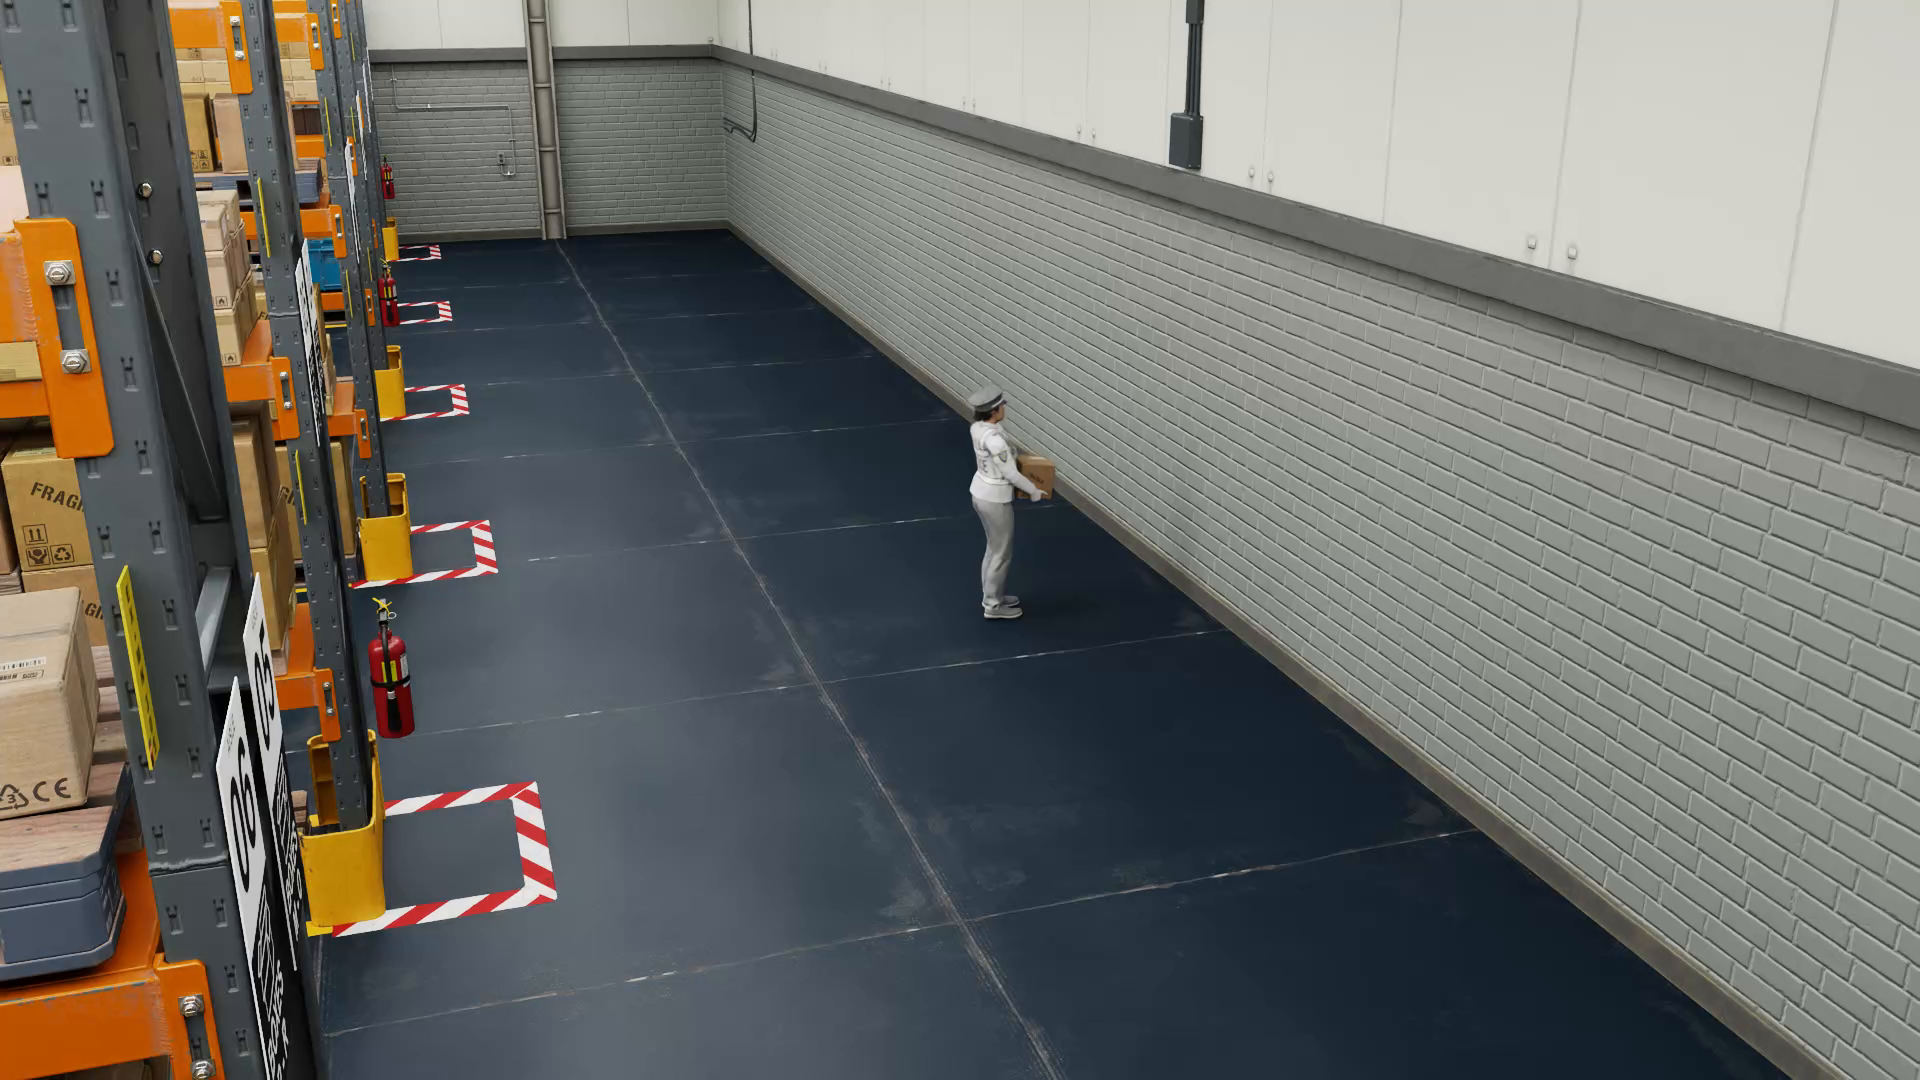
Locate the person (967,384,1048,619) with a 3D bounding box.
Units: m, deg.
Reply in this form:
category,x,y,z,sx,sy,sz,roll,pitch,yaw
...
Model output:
category,x,y,z,sx,sy,sz,roll,pitch,yaw
person,0.324,-0.282,11.839,0.539,1.690,0.457,-6,20,-17
